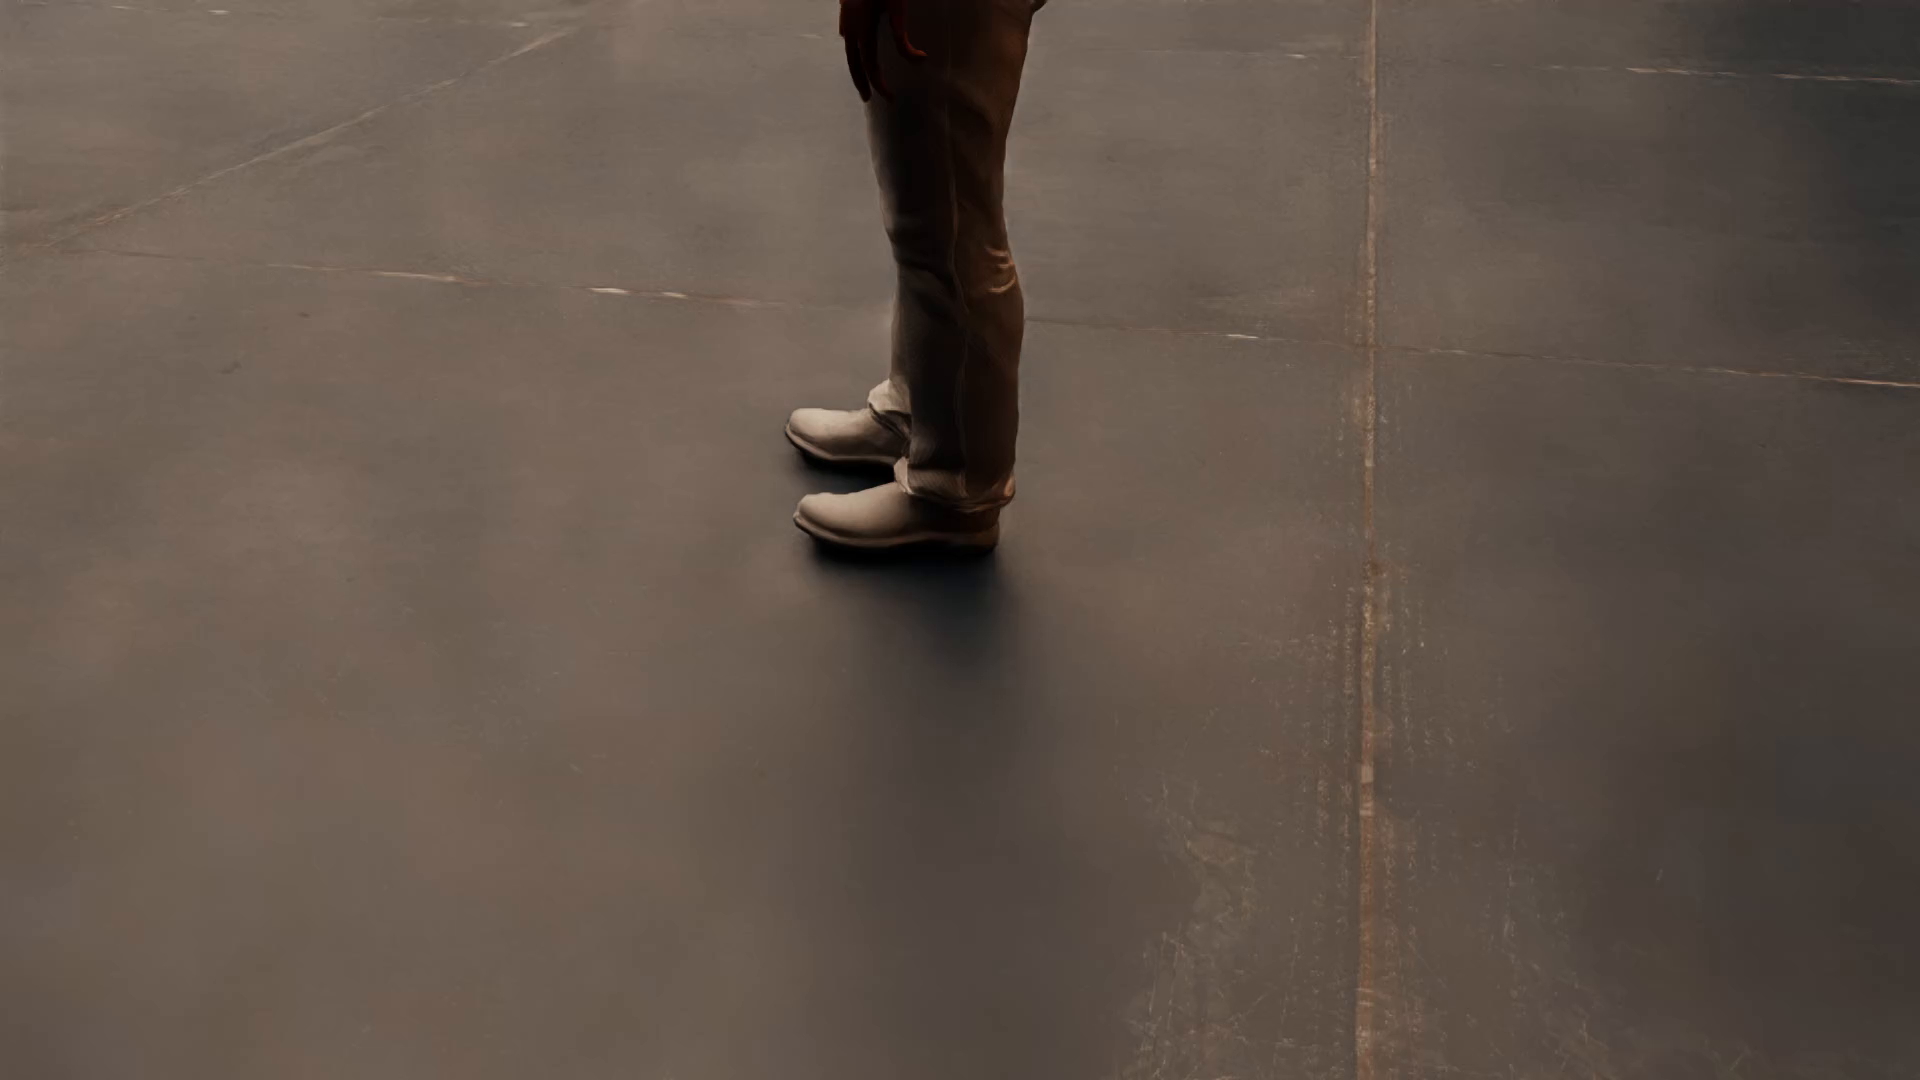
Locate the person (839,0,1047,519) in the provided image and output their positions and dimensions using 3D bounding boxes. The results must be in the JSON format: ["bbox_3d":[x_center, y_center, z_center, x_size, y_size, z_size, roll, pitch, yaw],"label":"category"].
[{"bbox_3d":[0.010,-0.823,2.089,0.419,1.707,0.665,6,27,11],"label":"person"}]
